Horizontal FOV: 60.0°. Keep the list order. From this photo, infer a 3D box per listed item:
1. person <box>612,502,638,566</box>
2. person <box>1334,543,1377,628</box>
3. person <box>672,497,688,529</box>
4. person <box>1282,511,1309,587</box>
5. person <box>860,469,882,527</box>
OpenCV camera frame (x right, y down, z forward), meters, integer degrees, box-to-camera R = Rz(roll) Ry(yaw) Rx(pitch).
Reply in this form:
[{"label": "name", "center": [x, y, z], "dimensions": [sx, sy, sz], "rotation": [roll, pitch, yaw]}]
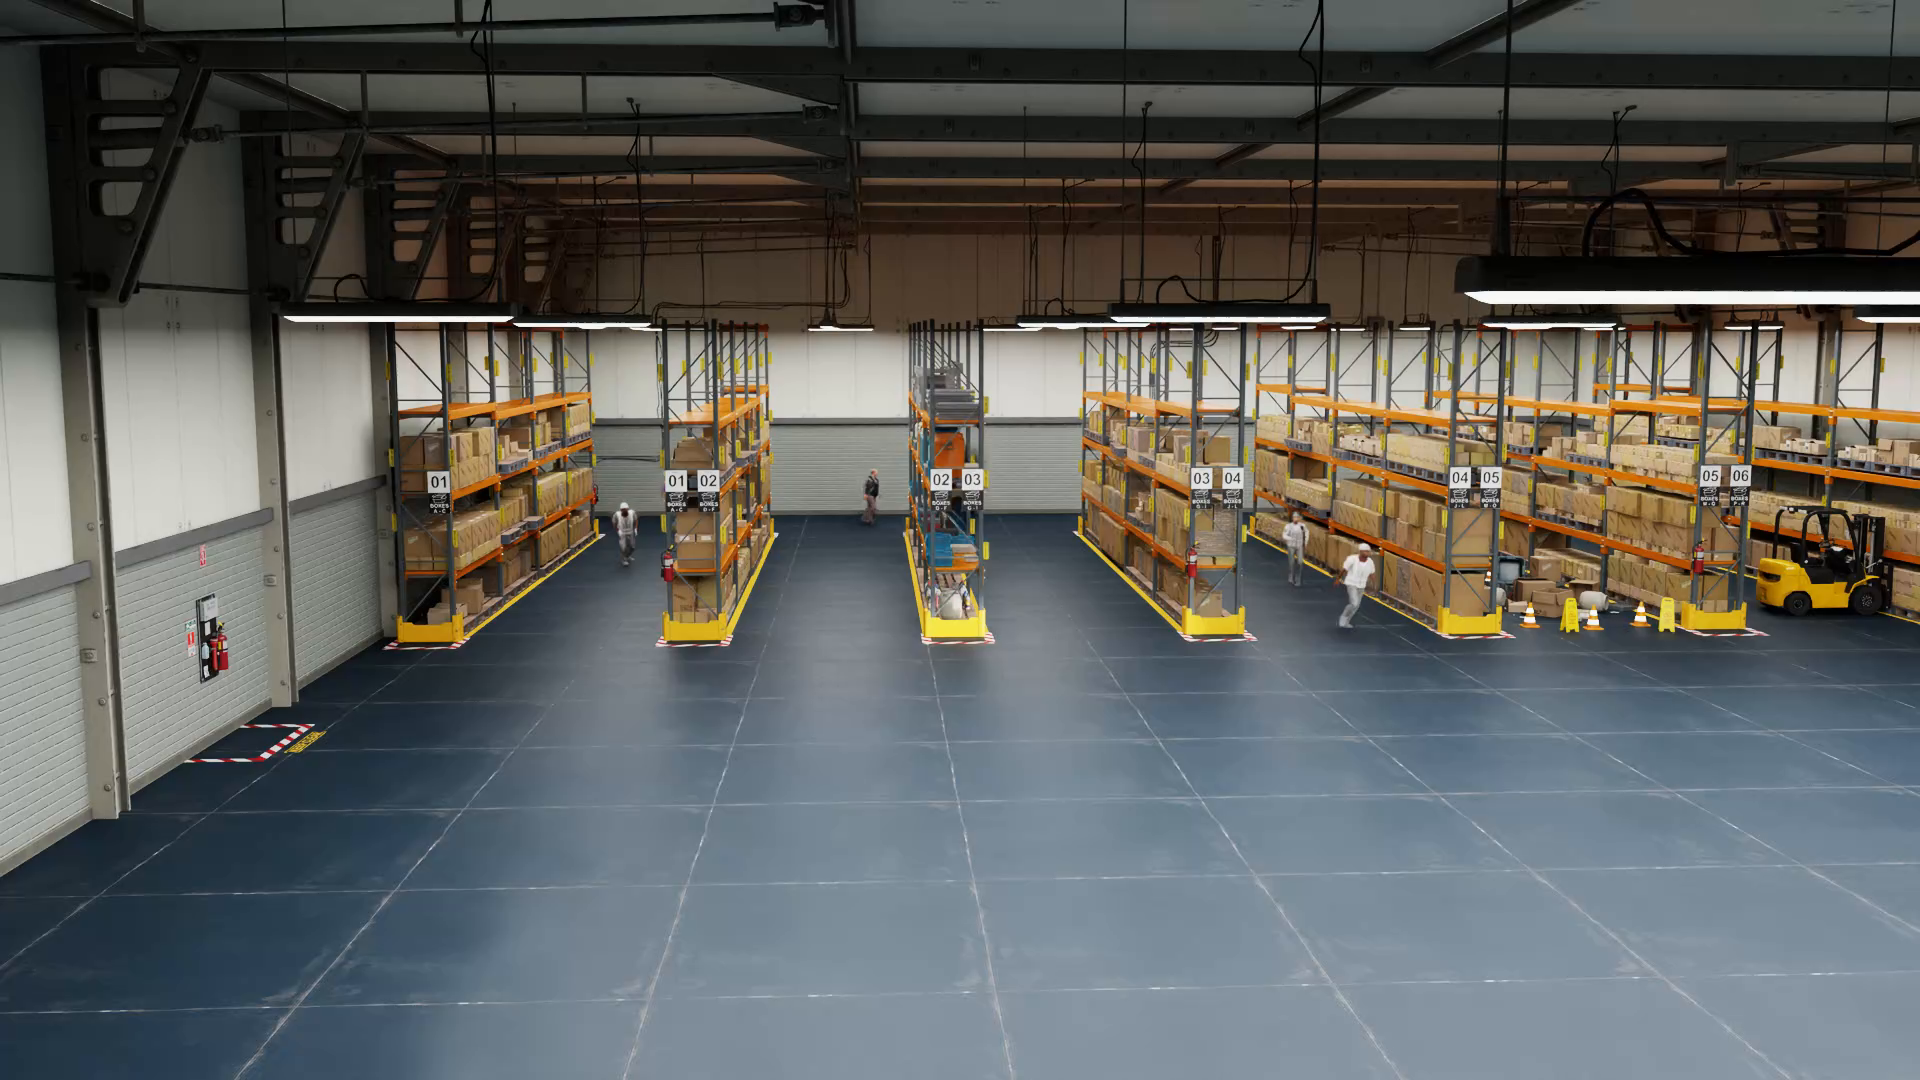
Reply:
[{"label": "person", "center": [-8.297, -0.165, 41.171], "dimensions": [0.664, 1.614, 0.936], "rotation": [-3, 8, -26]}, {"label": "person", "center": [7.713, 0.888, 32.297], "dimensions": [0.658, 1.695, 0.734], "rotation": [-3, 8, -23]}, {"label": "person", "center": [-7.939, -1.133, 48.376], "dimensions": [0.865, 1.822, 0.687], "rotation": [0, 7, 4]}, {"label": "person", "center": [7.684, 0.208, 38.054], "dimensions": [0.633, 1.759, 0.735], "rotation": [0, 7, 4]}, {"label": "person", "center": [-2.668, -1.277, 49.811], "dimensions": [0.675, 1.715, 0.653], "rotation": [5, 8, 33]}]
